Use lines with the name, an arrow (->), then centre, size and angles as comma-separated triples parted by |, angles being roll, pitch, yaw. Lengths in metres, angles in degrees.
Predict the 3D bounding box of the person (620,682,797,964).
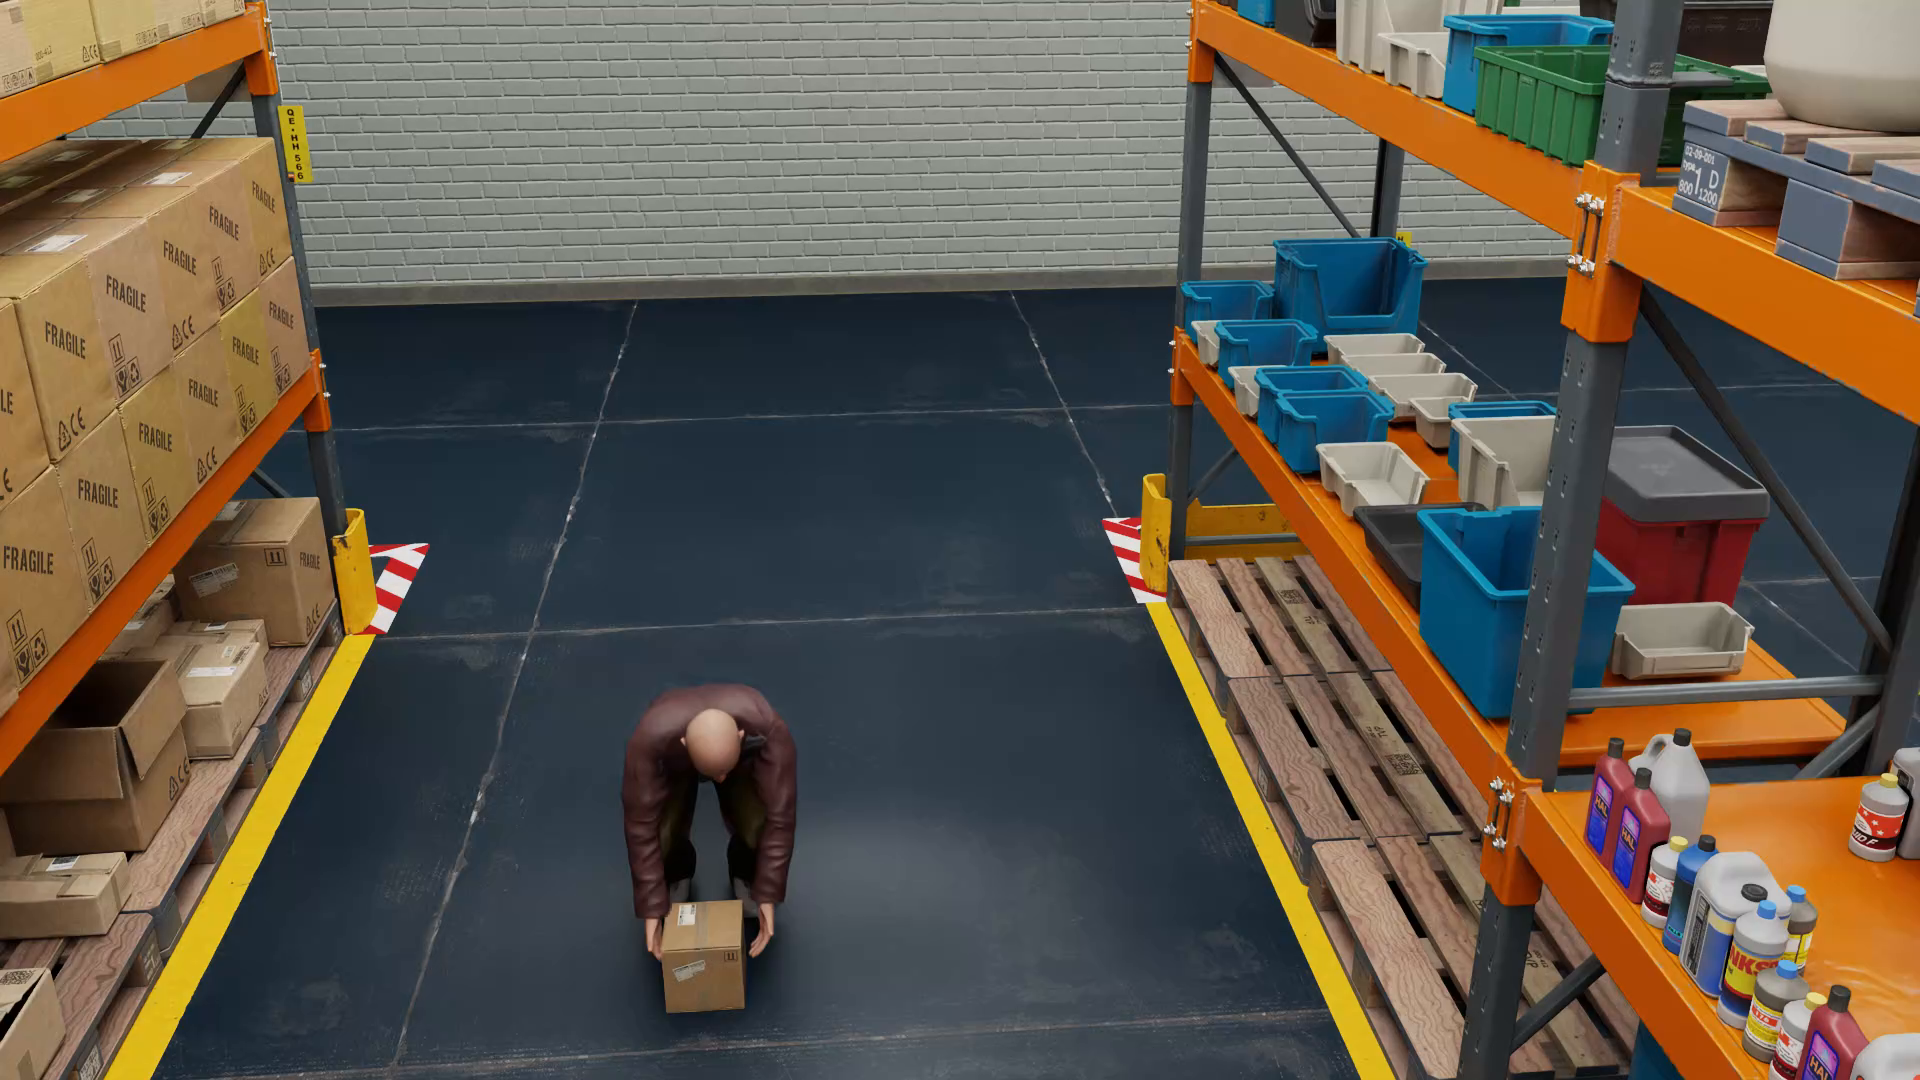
person -> -0.849, 0.876, 5.626 | 0.609, 0.960, 0.904 | -2, 24, -5
